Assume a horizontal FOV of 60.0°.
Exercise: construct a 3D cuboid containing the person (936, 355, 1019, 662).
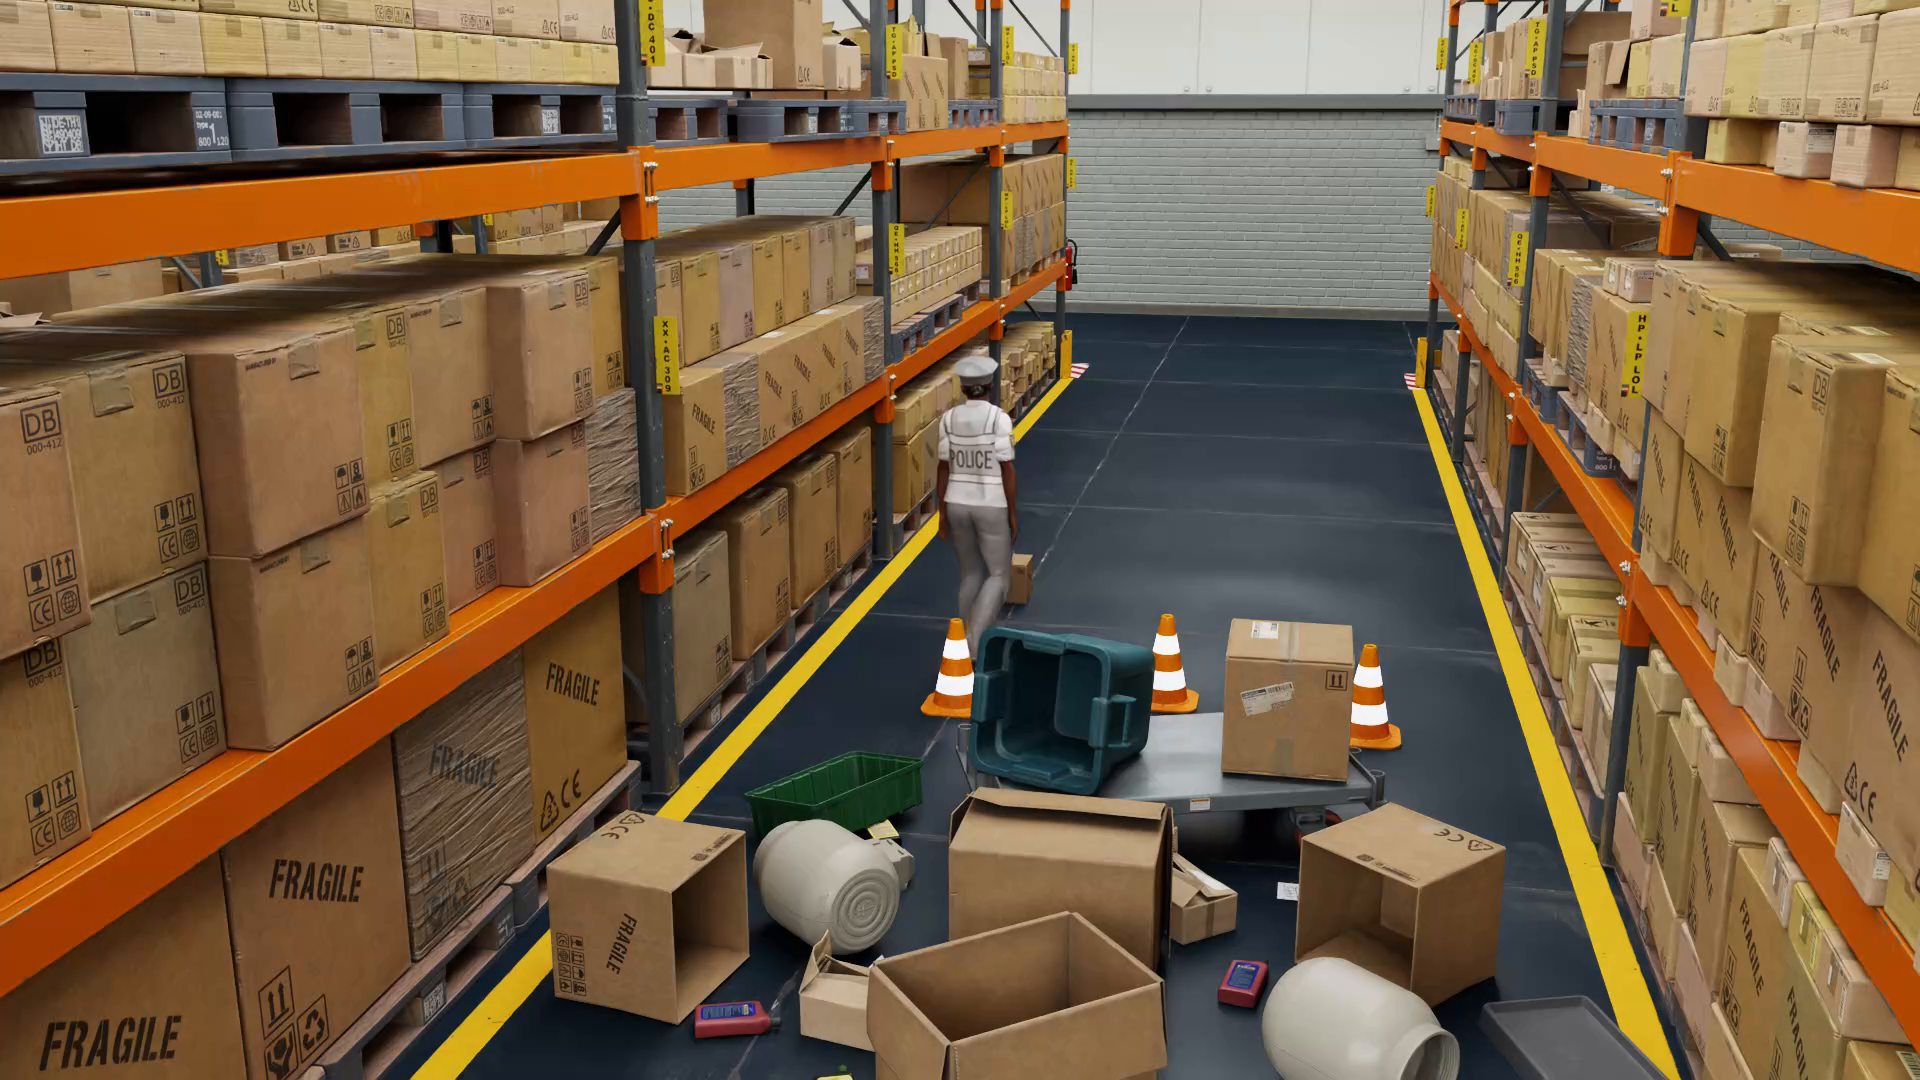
[{"bbox_3d":[0.083,-0.136,9.010,0.515,1.665,0.550,7,16,26],"label":"person"}]
